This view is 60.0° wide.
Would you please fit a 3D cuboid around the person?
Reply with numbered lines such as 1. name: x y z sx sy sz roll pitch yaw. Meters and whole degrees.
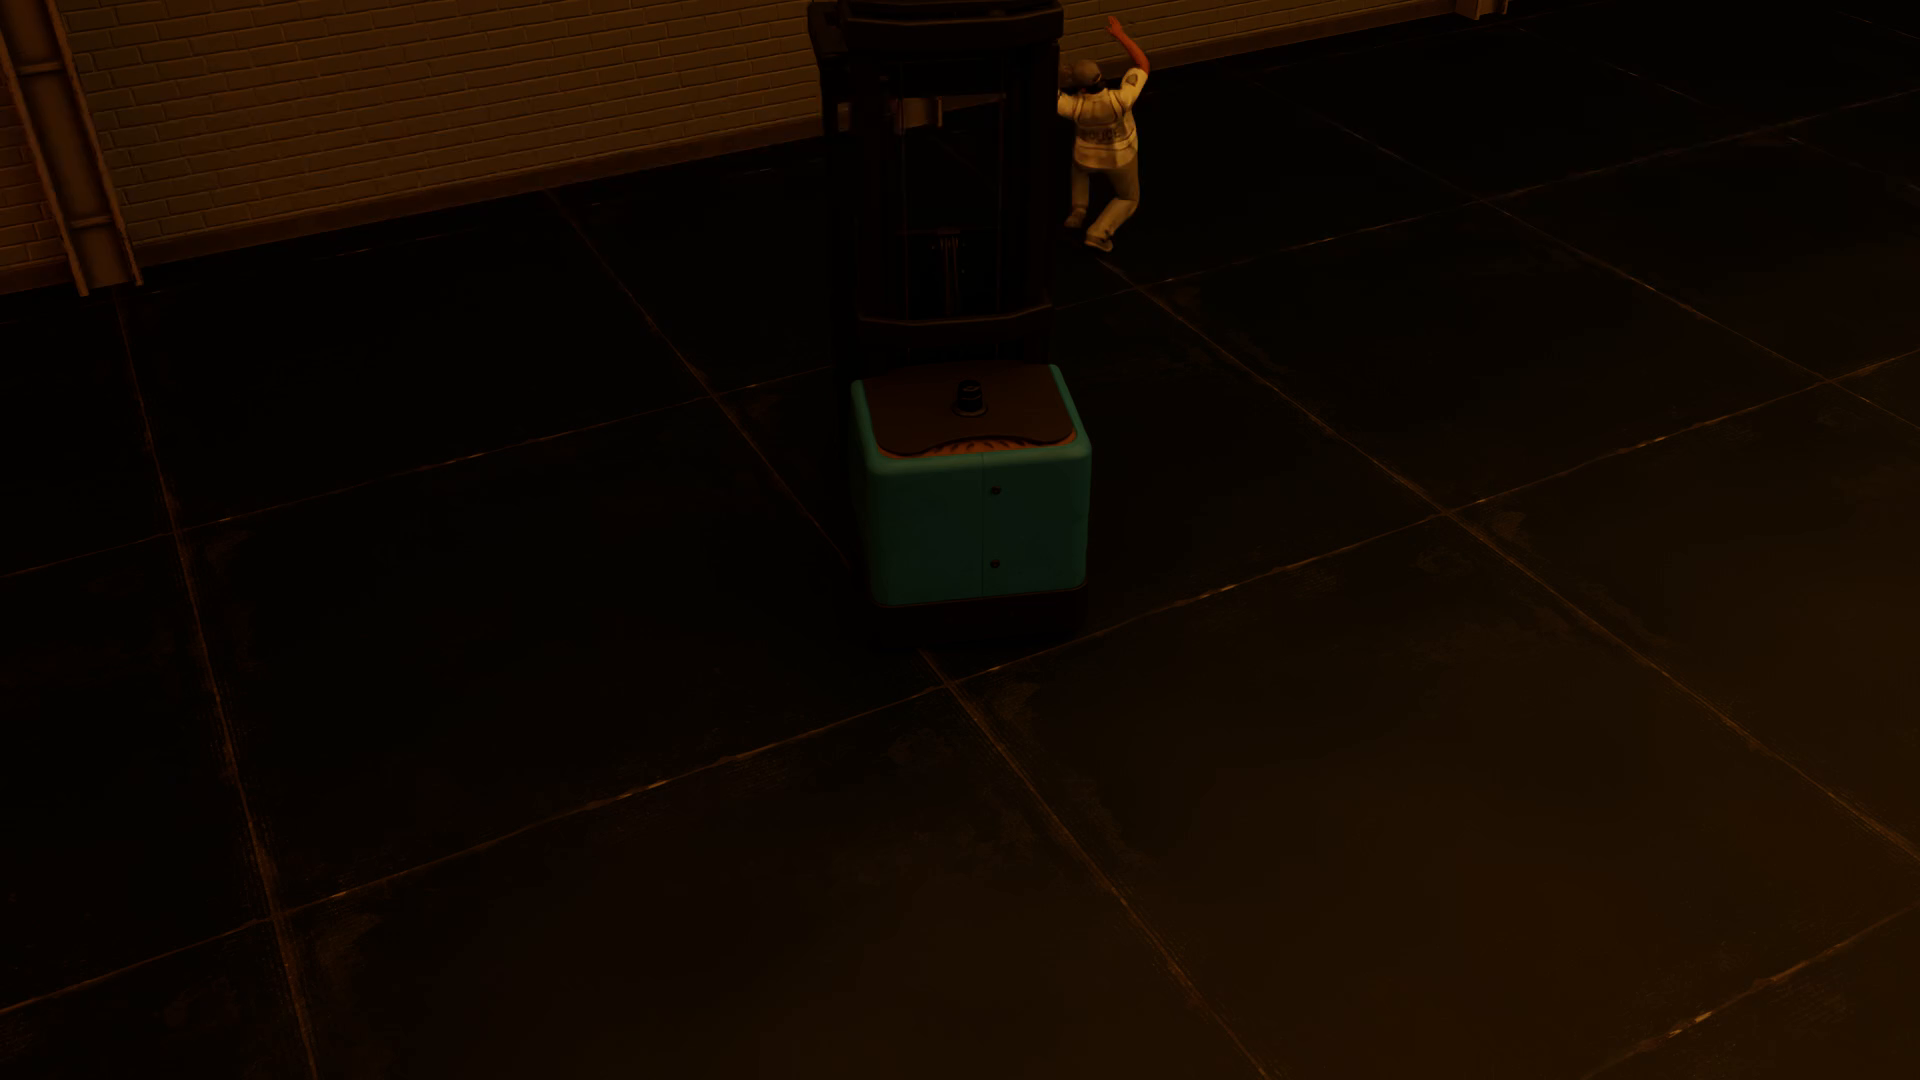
1. person: 0.754 -2.762 11.266 1.026 1.569 0.782 11 37 16

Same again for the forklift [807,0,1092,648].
1. forklift: -0.133 -1.533 8.291 1.130 2.935 3.031 -5 36 -7
